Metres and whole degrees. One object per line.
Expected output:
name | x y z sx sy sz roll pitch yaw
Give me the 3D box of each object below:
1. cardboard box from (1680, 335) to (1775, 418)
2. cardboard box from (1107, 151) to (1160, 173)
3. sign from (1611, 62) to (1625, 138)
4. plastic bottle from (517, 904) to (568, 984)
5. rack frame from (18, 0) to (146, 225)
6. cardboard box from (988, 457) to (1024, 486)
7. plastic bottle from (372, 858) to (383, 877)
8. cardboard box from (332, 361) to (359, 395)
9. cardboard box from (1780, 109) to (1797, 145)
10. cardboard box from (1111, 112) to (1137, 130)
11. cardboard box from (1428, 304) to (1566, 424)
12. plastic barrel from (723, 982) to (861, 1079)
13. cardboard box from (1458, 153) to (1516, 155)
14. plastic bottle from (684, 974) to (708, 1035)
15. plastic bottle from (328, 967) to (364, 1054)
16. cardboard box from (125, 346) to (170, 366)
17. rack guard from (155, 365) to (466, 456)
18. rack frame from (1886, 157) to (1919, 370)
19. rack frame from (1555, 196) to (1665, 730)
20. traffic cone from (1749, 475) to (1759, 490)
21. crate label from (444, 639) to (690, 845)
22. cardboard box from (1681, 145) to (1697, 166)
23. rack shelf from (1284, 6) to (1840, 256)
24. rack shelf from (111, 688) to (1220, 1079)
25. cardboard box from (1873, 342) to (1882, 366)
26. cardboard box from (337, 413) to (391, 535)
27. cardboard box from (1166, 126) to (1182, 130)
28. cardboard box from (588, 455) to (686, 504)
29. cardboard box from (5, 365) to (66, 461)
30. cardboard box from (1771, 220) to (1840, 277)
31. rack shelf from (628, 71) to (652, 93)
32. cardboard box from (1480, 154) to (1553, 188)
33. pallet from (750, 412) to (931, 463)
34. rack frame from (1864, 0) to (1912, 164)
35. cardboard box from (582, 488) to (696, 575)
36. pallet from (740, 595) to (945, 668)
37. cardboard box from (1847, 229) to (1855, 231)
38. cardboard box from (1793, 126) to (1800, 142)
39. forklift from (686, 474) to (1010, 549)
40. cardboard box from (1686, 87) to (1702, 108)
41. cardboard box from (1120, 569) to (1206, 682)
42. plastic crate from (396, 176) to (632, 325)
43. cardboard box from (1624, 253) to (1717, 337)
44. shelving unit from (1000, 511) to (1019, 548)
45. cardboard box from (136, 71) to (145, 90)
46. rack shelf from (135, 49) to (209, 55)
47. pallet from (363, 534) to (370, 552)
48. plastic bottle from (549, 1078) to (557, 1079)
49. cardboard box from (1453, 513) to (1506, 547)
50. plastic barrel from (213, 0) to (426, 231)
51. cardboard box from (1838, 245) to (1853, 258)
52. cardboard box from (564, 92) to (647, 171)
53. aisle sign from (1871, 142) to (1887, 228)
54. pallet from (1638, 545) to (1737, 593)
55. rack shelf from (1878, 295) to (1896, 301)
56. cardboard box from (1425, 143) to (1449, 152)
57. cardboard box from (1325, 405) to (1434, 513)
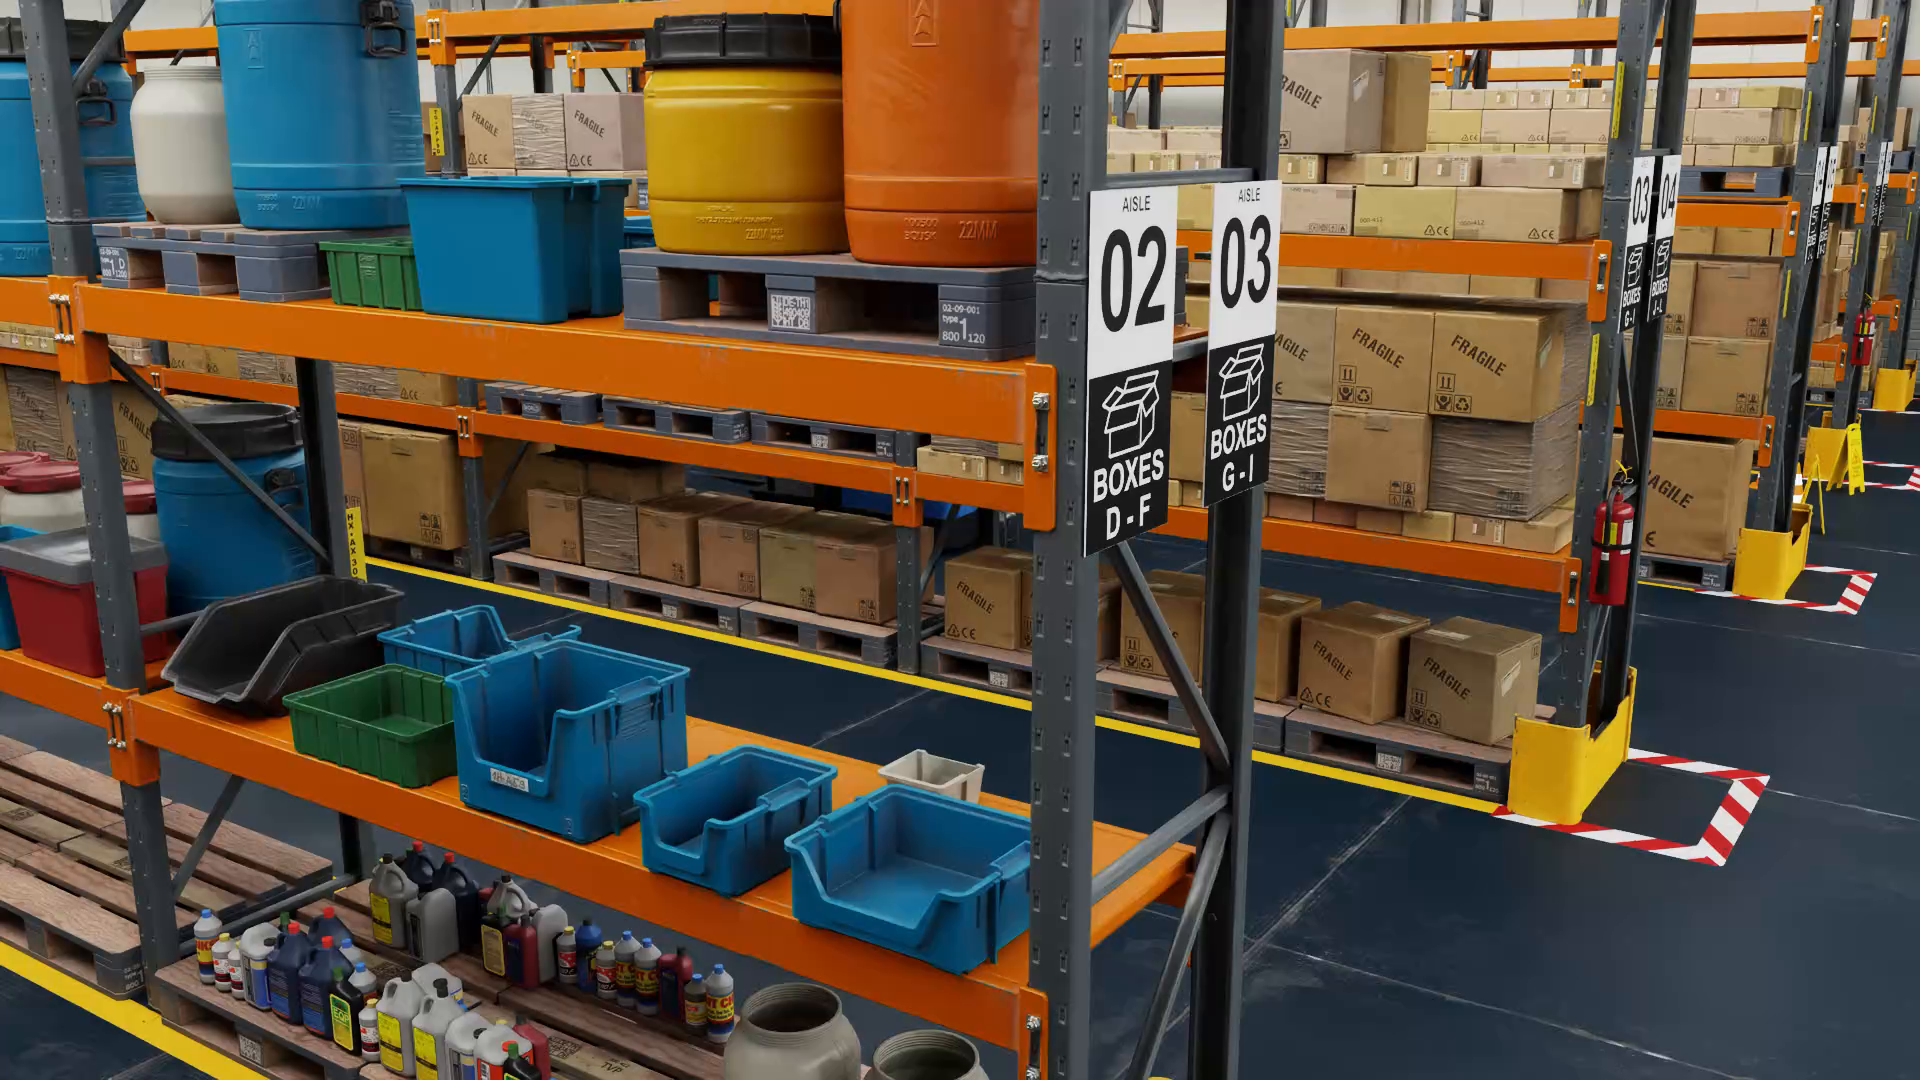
cardboard box | 5.773 -1.267 12.388 0.550 0.550 0.875 9 17 33
cardboard box | 0.905 -2.046 9.088 0.250 0.149 0.380 9 16 32
sign | 2.928 -1.956 7.399 0.005 0.325 0.100 9 17 33
plastic bottle | -1.574 1.502 6.267 0.135 0.276 0.152 10 17 34
rack frame | -2.829 -2.639 5.758 0.127 3.000 1.000 9 17 33
cardboard box | 0.369 -0.440 9.881 0.250 0.149 0.380 9 17 33
plastic bottle | -2.354 1.404 6.817 0.097 0.201 0.097 0 14 0
cardboard box | -4.775 -1.454 13.245 0.500 0.500 0.500 9 16 31
cardboard box | 5.849 -3.050 12.270 0.500 0.250 0.500 9 17 33
cardboard box | 1.750 -4.958 20.277 0.637 0.503 0.797 8 16 29
cardboard box | 2.660 -0.881 8.233 0.500 0.500 0.500 9 17 33
plastic barrel | -0.514 1.673 5.127 0.421 0.512 0.421 0 14 0
cardboard box | 2.716 -1.902 8.503 0.250 0.149 0.380 9 16 32
plastic bottle | -0.926 1.635 5.885 0.097 0.201 0.097 0 14 0
plastic bottle | -2.120 1.624 5.756 0.133 0.283 0.061 10 17 35
cardboard box | -7.139 -1.641 14.734 0.250 0.149 0.380 9 17 33
rack guard | -2.581 -2.470 21.041 8.102 1.325 15.999 9 17 33
rack frame | 11.553 -3.145 20.284 0.127 3.000 1.000 9 17 33
rack frame | 3.255 -0.178 8.302 0.127 3.000 1.000 9 17 33
traffic cone | 7.709 -0.723 15.783 0.334 0.463 0.336 9 17 33
crate label | -1.188 0.599 5.087 0.616 0.435 0.502 9 17 33
cardboard box | 5.219 -2.786 12.032 0.250 0.149 0.380 9 17 34
rack shelf | 4.447 -3.160 12.895 4.000 1.670 1.077 9 17 33
rack shelf | -1.169 0.890 5.482 4.000 0.370 1.077 9 17 33
cardboard box | 11.278 -2.361 20.926 0.500 0.250 0.500 10 17 34
cardboard box | -4.680 -0.642 13.720 0.875 0.875 1.225 9 17 33
cardboard box | 3.203 -6.266 25.474 0.250 0.149 0.380 10 17 34
cardboard box | -2.365 -0.463 12.175 0.500 0.250 0.500 12 18 39
cardboard box | -8.691 -1.305 16.399 0.875 0.875 0.875 9 17 33
cardboard box | 8.240 -2.858 16.217 0.500 0.500 0.700 9 16 31
rack shelf | -2.831 -6.401 23.282 4.000 0.370 1.077 9 17 33
cardboard box | 2.699 -1.789 8.046 0.250 0.149 0.380 9 16 31
pallet | -0.618 -0.753 11.023 1.213 0.211 1.003 9 17 33
rack frame | 8.785 -5.066 15.563 0.127 3.000 1.000 9 17 33
cardboard box | -2.349 -0.094 12.246 0.500 0.500 0.700 8 16 28
pallet | -0.711 0.535 11.224 1.213 0.211 1.003 9 17 33
cardboard box | 11.207 -3.788 20.707 0.250 0.149 0.380 10 17 35
cardboard box | 8.147 -3.904 15.974 0.250 0.149 0.380 10 17 34
forklift | -3.453 -0.915 11.418 4.443 2.935 8.118 8 16 29
cardboard box | 5.219 -3.173 11.938 0.250 0.149 0.380 10 17 34
cardboard box | 1.284 0.499 9.892 0.500 0.500 0.500 8 16 28
plastic crate | -1.260 -0.835 4.744 0.575 0.384 0.392 9 17 33
cardboard box | 5.312 -1.864 12.550 0.550 0.550 0.875 9 17 33
shelving unit | 5.865 -2.352 16.679 6.366 3.194 11.832 8 16 29
cardboard box | -7.479 -4.036 14.792 0.500 0.250 0.500 8 16 29
rack shelf | -8.362 -4.494 15.283 3.687 0.071 0.831 9 17 33
pallet | -5.004 -0.182 14.120 1.213 0.211 1.003 9 17 33
plastic bottle | -1.278 1.795 5.238 0.097 0.201 0.097 0 14 0
cardboard box | 2.696 -0.087 8.456 0.250 0.149 0.380 9 17 33
plastic barrel | -2.063 -1.476 5.383 0.708 0.901 0.600 9 17 33
cardboard box | 10.880 -3.527 20.271 0.250 0.149 0.380 9 17 34
cardboard box | -2.297 -2.749 11.197 0.500 0.500 0.500 9 16 31
aisle sign | 8.675 -3.350 15.704 0.004 0.787 0.394 9 17 33
pallet | 5.399 0.108 12.947 1.213 0.211 1.003 9 17 33
rack shelf | 9.893 -3.193 21.422 3.809 0.052 0.919 9 17 33
cardboard box | 3.745 -3.024 12.996 0.250 0.149 0.380 9 16 32
cardboard box | 2.332 -0.494 8.748 0.500 0.500 0.875 9 17 33
